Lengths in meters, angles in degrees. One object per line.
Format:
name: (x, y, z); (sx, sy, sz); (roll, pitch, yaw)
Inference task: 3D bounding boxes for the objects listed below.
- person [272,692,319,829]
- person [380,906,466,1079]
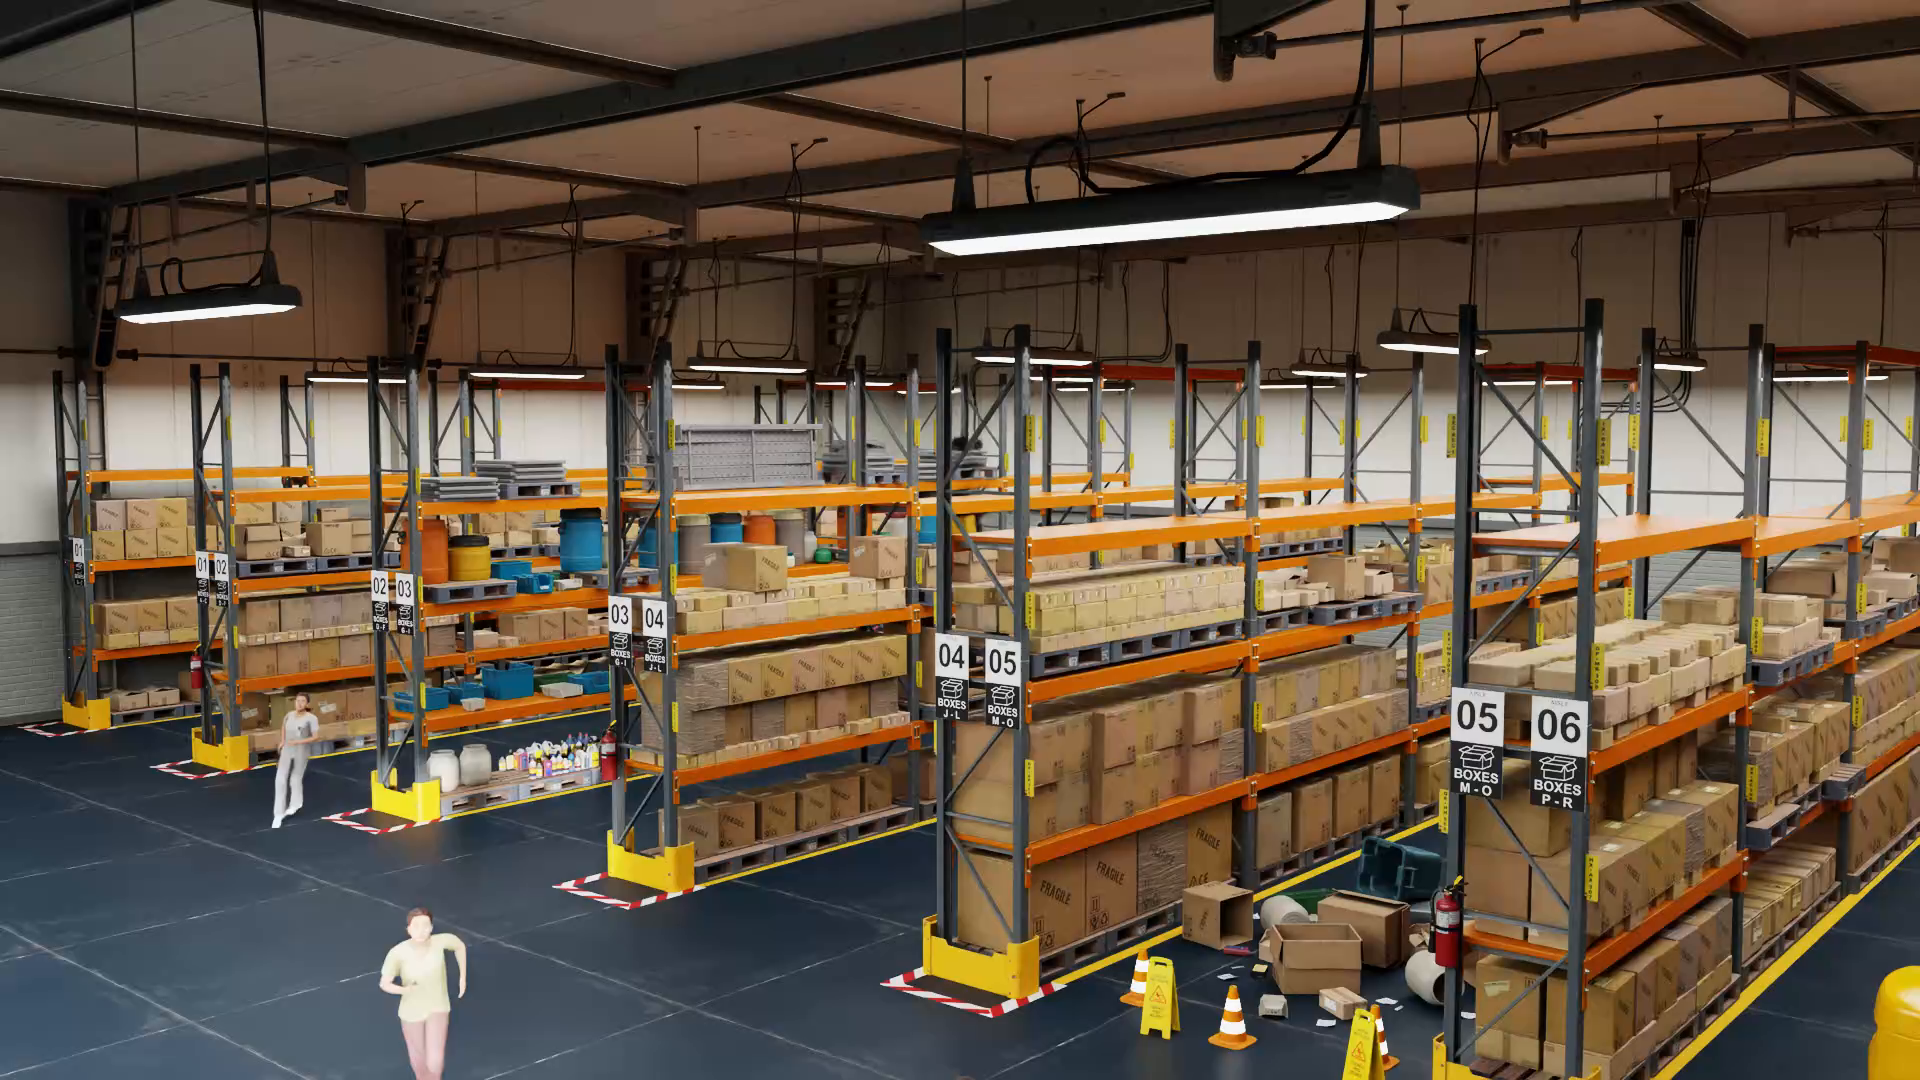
person: (-8.510, 2.785, 21.343); (0.575, 1.664, 0.862); (0, 4, -3)
person: (-3.895, 3.464, 12.093); (0.599, 1.701, 0.820); (-1, 4, -18)
